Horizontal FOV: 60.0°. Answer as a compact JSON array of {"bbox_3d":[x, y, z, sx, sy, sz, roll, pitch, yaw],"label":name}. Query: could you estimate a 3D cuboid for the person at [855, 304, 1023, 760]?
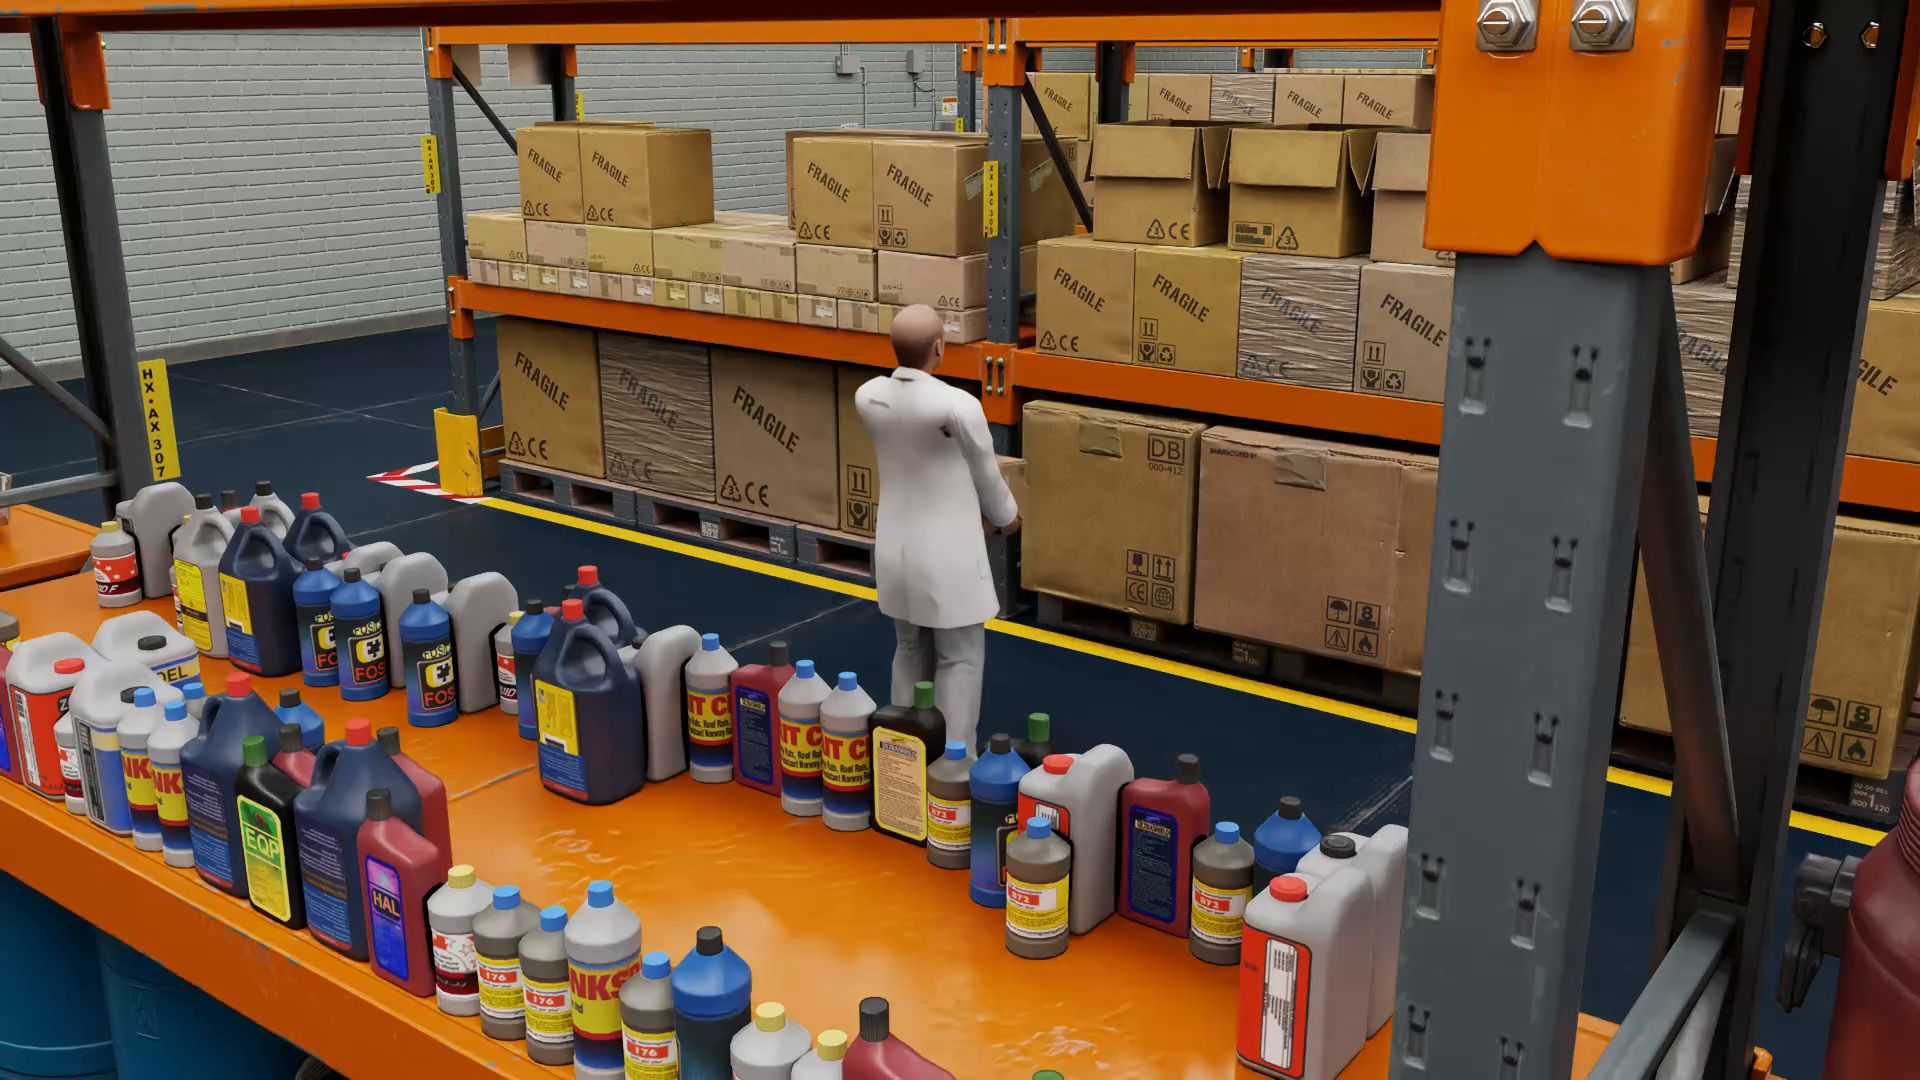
[{"bbox_3d":[-0.047,0.023,5.989,0.526,1.778,0.543,12,20,35],"label":"person"}]
